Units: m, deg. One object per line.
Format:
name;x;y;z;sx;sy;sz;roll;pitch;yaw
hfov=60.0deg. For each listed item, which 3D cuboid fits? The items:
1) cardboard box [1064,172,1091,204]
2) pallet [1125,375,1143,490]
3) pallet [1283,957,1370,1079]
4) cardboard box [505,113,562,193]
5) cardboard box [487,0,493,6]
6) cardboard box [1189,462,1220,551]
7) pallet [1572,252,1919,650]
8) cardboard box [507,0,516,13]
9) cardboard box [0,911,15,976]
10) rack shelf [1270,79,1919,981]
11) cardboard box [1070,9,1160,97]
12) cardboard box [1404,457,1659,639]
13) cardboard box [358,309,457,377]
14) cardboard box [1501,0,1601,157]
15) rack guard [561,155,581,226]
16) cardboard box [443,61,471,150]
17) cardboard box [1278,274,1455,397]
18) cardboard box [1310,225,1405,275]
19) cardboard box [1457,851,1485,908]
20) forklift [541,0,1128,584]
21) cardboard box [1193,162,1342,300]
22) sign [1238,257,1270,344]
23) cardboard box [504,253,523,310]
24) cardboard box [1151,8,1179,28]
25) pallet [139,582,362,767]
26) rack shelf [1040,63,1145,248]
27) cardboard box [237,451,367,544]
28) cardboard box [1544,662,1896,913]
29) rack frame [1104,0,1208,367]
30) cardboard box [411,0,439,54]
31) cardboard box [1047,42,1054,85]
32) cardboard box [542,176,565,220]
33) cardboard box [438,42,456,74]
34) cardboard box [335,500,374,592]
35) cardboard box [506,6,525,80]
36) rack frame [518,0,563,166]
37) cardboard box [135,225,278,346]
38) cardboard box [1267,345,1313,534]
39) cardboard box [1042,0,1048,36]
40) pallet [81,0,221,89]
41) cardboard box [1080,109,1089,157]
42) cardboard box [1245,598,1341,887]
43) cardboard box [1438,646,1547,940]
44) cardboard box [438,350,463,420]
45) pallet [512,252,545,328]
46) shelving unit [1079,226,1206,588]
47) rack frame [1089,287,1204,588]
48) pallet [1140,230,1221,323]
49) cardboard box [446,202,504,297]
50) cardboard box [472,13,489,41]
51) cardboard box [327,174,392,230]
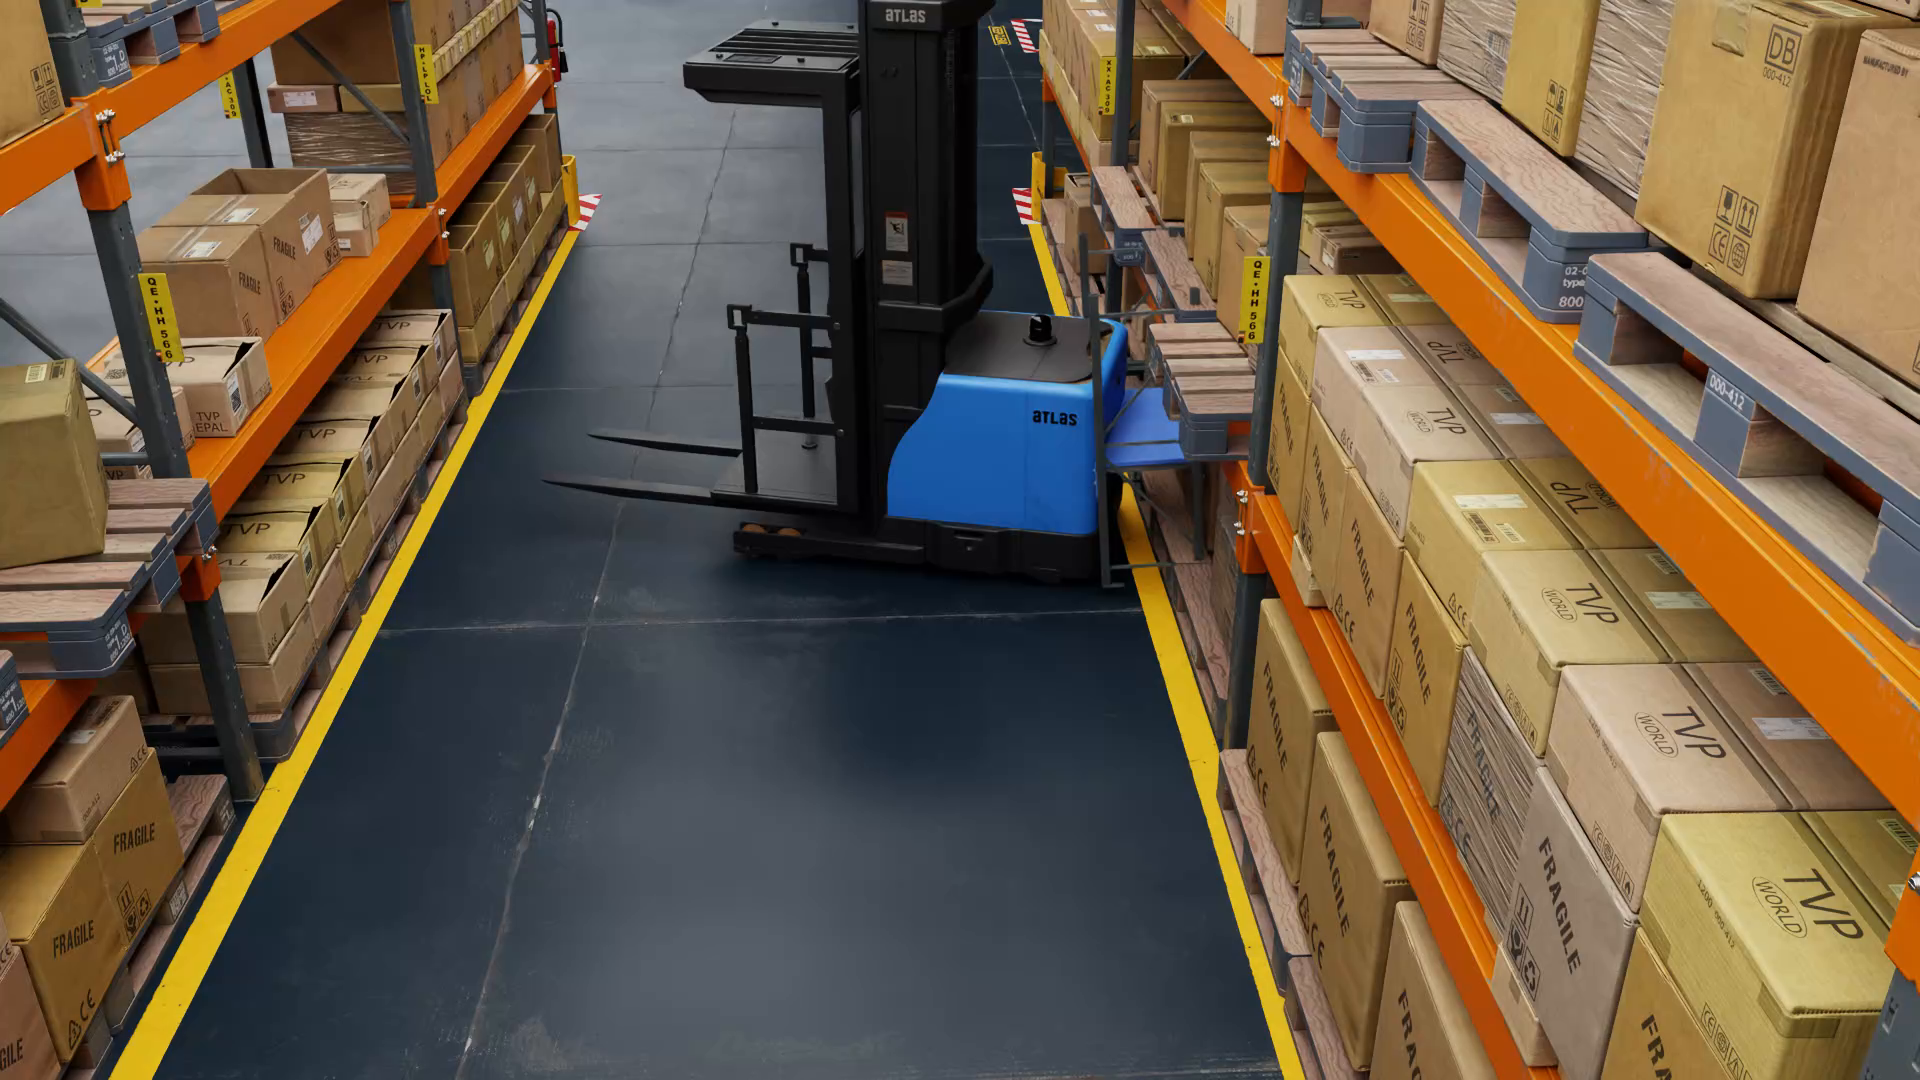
cardboard box;1.133;-2.778;13.264;0.500;0.311;0.500;-4;28;-8
pallet;1.437;-0.654;9.775;1.003;0.211;1.213;-1;28;-3
pallet;1.631;1.762;5.143;1.003;0.211;1.213;-1;28;-3
cardboard box;-3.435;-3.034;13.033;0.500;0.500;0.500;-1;28;-3
cardboard box;-3.713;-4.112;11.879;0.700;0.500;0.500;-2;28;-4
cardboard box;1.549;-0.290;8.289;0.700;0.500;0.500;-2;28;-3
pallet;1.716;-0.222;2.896;0.805;0.209;1.217;-2;28;-5
cardboard box;-3.535;-4.015;12.394;0.380;0.149;0.250;-1;28;-1
cardboard box;-2.995;1.224;4.575;0.500;0.250;0.500;-2;28;-4
rack shelf;1.708;-0.490;3.979;1.077;0.370;4.000;-1;28;-3
cardboard box;1.014;-3.198;10.968;0.500;0.500;0.500;-2;28;-4
cardboard box;1.462;0.011;4.223;0.500;0.250;0.500;-2;28;-4
cardboard box;-3.244;-1.164;9.650;0.500;0.311;0.500;-1;28;-3
cardboard box;1.783;-1.250;4.075;0.700;0.500;0.500;0;28;0
rack guard;-3.762;-2.878;13.728;1.175;0.500;0.348;-1;28;-3
cardboard box;-3.637;-2.852;10.867;0.700;0.500;0.500;-1;28;-2
cardboard box;1.372;-0.691;5.568;0.500;0.250;0.500;-1;28;-1
cardboard box;1.556;-1.088;6.307;0.380;0.149;0.250;-5;28;-9
cardboard box;1.490;0.811;4.202;0.380;0.149;0.250;-2;28;-4
forklift;-0.691;-1.421;8.306;3.031;2.935;1.130;6;28;11
cardboard box;1.482;-1.433;7.670;0.700;0.500;0.500;-1;28;-3
sign;1.063;-0.863;5.994;0.100;0.325;0.005;-1;28;-3
cardboard box;-3.315;-1.779;11.436;0.500;0.250;0.500;-1;28;-3
cardboard box;1.535;-3.216;11.001;0.500;0.500;0.500;-1;28;-1
pallet;-3.347;0.574;7.420;1.003;0.211;1.213;-1;28;-3
rack shelf;1.291;-2.854;11.756;1.077;0.370;4.000;-1;28;-3
cardboard box;-3.137;-0.223;7.848;0.500;0.311;0.500;-2;28;-4
cardboard box;1.516;0.482;3.321;0.500;0.250;0.500;-1;28;-2
rack frame;1.395;-2.249;9.819;1.000;3.000;0.127;-1;28;-3
cardboard box;-3.609;-3.186;10.103;0.700;0.500;0.500;-1;28;-3
cardboard box;0.936;-3.567;12.485;0.500;0.250;0.500;-2;28;-4
cardboard box;-3.437;-2.702;13.206;0.500;0.250;0.500;-1;28;-3
cardboard box;-3.427;-3.061;10.565;0.380;0.149;0.250;-2;28;-4
cardboard box;-3.137;0.031;7.966;0.500;0.250;0.500;-2;28;-4
cardboard box;-3.749;-3.804;12.691;0.700;0.500;0.500;-1;28;-3
rack frame;-3.760;-3.975;13.128;1.000;3.000;0.127;-1;28;-3
cardboard box;-3.447;-1.100;7.507;0.500;0.500;0.500;-3;28;-5
cardboard box;1.374;-0.357;5.739;0.500;0.500;0.500;-1;28;-1
cardboard box;0.911;-4.144;12.781;0.500;0.500;0.500;-1;28;-3
pallet;-3.467;-1.838;5.992;1.213;0.211;1.003;0;28;0
cardboard box;1.050;-2.633;10.696;0.500;0.250;0.500;-1;28;-2
cardboard box;1.511;0.708;6.020;0.750;0.750;0.750;-2;28;-3
cardboard box;1.483;0.585;3.933;0.500;0.500;0.500;-1;28;-3
cardboard box;-3.240;-0.911;9.772;0.500;0.250;0.500;-2;28;-3
pallet;-3.618;-1.825;12.020;1.003;0.211;1.213;-1;28;-3
shelving unit;0.902;-0.679;8.324;0.538;1.500;1.048;-4;26;3
rack frame;0.892;-0.456;7.868;0.500;1.500;0.032;-4;26;3
pallet;1.460;-1.230;8.073;1.003;0.211;1.213;-1;28;-3
cardboard box;-3.297;-1.880;10.819;0.500;0.500;0.500;-1;28;-3
cardboard box;-3.481;-3.537;11.479;0.380;0.149;0.250;-1;28;-1
cardboard box;-3.482;-1.835;9.187;0.500;0.250;0.500;0;28;1
